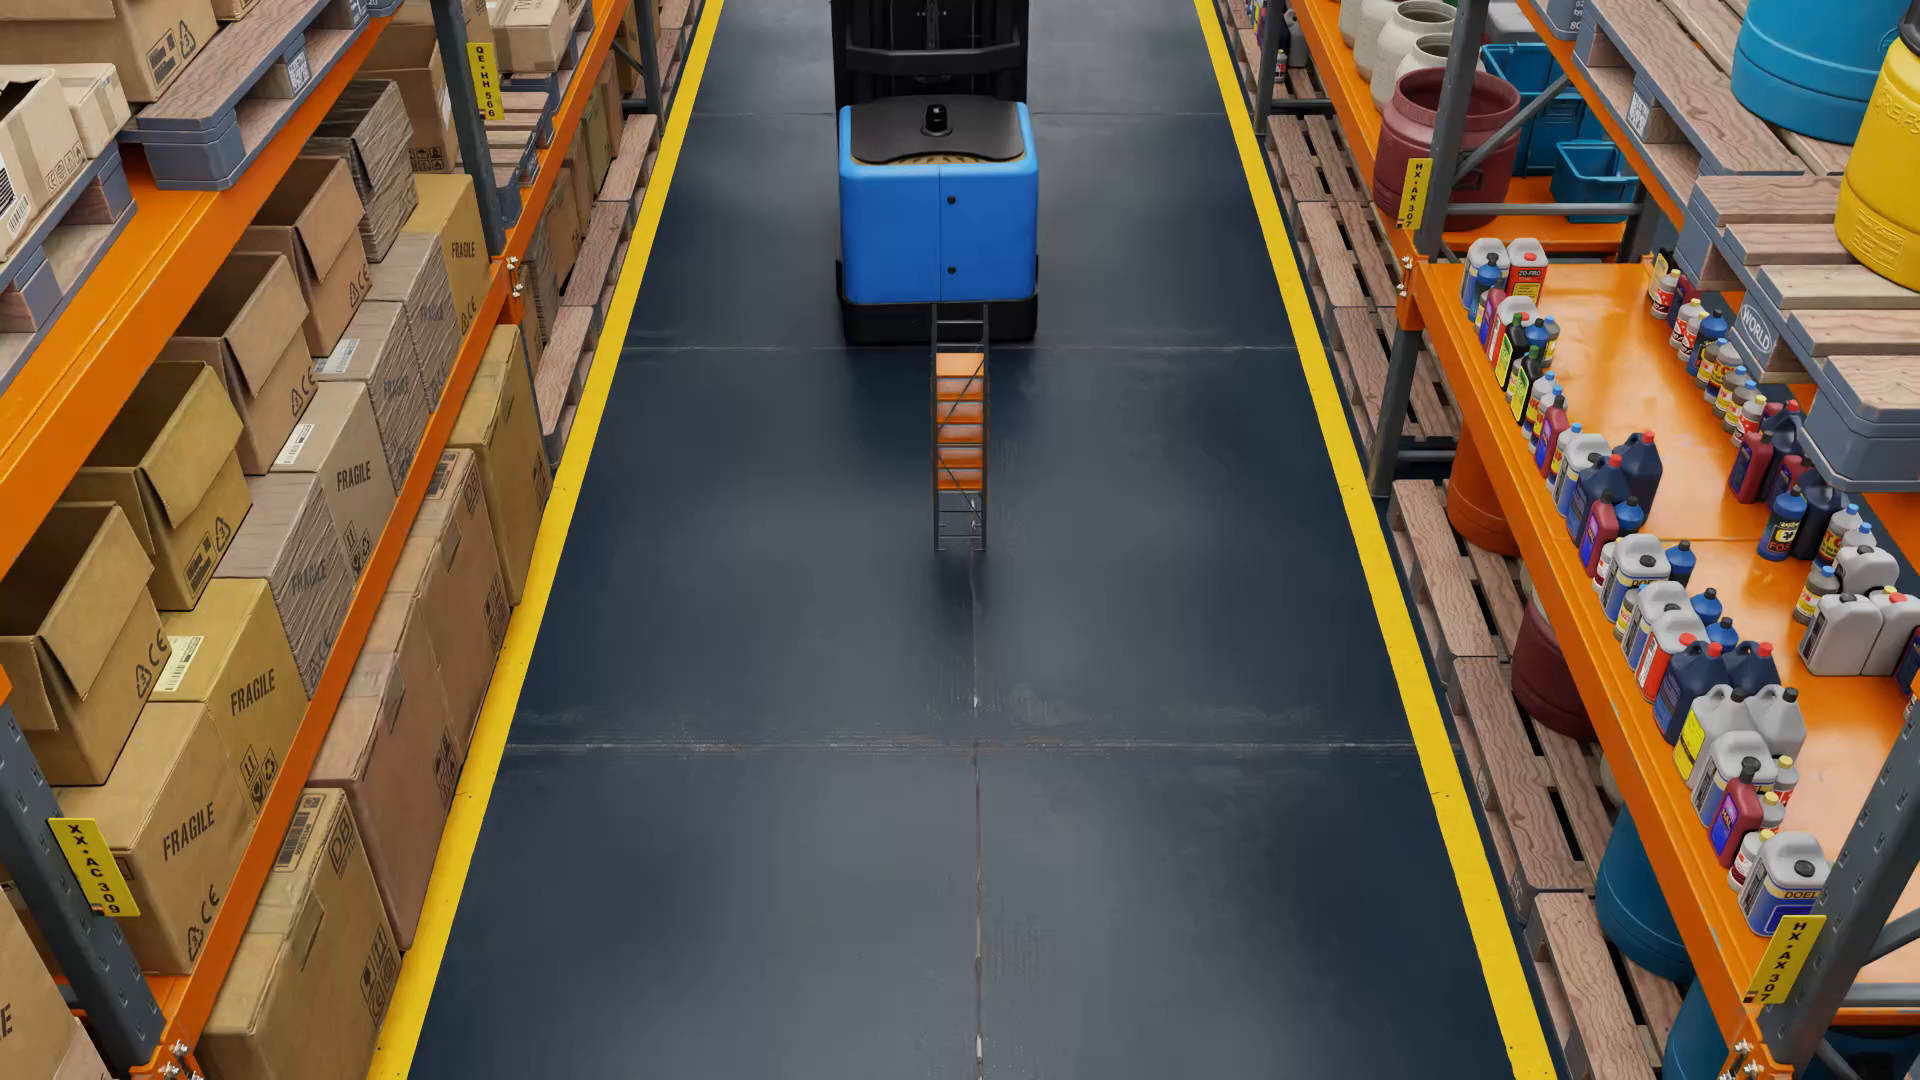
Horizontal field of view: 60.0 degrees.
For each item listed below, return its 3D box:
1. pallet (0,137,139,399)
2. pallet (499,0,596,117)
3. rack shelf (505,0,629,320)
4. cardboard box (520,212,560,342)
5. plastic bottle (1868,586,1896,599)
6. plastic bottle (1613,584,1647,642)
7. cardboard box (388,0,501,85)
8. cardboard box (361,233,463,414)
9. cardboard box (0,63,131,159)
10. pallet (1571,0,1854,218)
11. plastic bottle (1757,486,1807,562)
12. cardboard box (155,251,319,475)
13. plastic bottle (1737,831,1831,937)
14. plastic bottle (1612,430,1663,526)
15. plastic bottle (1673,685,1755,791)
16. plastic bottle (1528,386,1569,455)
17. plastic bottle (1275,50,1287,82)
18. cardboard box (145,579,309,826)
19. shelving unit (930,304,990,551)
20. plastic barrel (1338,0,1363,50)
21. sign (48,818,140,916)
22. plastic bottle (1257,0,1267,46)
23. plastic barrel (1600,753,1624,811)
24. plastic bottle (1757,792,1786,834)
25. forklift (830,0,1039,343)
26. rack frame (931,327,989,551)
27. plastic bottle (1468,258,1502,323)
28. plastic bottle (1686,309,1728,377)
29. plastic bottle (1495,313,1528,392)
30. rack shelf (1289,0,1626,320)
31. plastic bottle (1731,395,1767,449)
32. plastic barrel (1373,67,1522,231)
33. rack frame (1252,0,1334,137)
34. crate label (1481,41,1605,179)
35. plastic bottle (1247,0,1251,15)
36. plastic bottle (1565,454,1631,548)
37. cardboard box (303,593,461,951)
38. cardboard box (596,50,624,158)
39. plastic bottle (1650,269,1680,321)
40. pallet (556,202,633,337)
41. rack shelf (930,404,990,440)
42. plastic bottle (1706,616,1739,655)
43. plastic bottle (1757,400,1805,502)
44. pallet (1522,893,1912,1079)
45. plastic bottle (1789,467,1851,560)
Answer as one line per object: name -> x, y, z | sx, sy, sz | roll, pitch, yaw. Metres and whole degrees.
pallet -> -2.523, -0.571, 3.818 | 0.805, 0.209, 1.217 | -1, 39, -2
pallet -> -2.520, -2.566, 8.707 | 1.003, 0.211, 1.213 | 0, 39, 0
rack shelf -> -2.479, -2.373, 8.888 | 1.077, 0.370, 4.000 | 0, 39, 0
cardboard box -> -2.511, -1.365, 8.702 | 0.700, 0.500, 0.500 | -3, 39, -4
plastic bottle -> 2.887, 0.231, 5.222 | 0.097, 0.201, 0.097 | 0, 39, 0
plastic bottle -> 2.128, 0.226, 5.229 | 0.097, 0.201, 0.097 | 0, 39, 0
cardboard box -> -2.618, -2.293, 7.796 | 0.700, 0.500, 0.500 | 5, 39, 7
cardboard box -> -2.234, -0.822, 6.297 | 0.500, 0.500, 0.500 | 0, 39, 0
cardboard box -> -2.324, -1.069, 4.152 | 0.380, 0.149, 0.250 | -2, 39, -2
pallet -> 2.378, -1.201, 4.603 | 1.003, 0.211, 1.213 | 0, 39, 0
plastic bottle -> 2.743, -0.063, 5.533 | 0.097, 0.271, 0.097 | 0, 39, 0
cardboard box -> -2.487, -0.549, 5.155 | 0.797, 0.503, 0.637 | 1, 39, 1
plastic bottle -> 2.157, 0.897, 4.331 | 0.152, 0.276, 0.135 | 0, 39, 0
plastic bottle -> 2.303, -0.234, 5.682 | 0.144, 0.351, 0.185 | 0, 39, 0
plastic bottle -> 2.152, 0.540, 4.717 | 0.144, 0.351, 0.185 | 0, 39, 0
plastic bottle -> 2.127, -0.435, 5.997 | 0.097, 0.271, 0.097 | 0, 39, 0
plastic bottle -> 2.159, -3.214, 11.248 | 0.097, 0.201, 0.097 | 0, 39, 0
cardboard box -> -2.224, 0.457, 4.701 | 0.500, 0.500, 0.500 | 0, 39, 0
shelving unit -> 0.000, -0.477, 7.386 | 0.258, 1.200, 0.189 | 0, 39, 0
plastic barrel -> 2.254, -2.904, 8.866 | 0.433, 0.535, 0.433 | 0, 39, 0
sign -> -1.917, 0.728, 3.687 | 0.100, 0.325, 0.005 | 0, 39, 0
plastic bottle -> 2.140, -3.644, 11.719 | 0.061, 0.283, 0.133 | 2, 39, 3
plastic barrel -> 2.585, 0.766, 6.050 | 0.421, 0.512, 0.421 | 0, 39, 0
plastic bottle -> 2.190, 0.770, 4.549 | 0.097, 0.201, 0.097 | 0, 39, 0
forklift -> -0.178, -3.109, 9.285 | 1.130, 2.935, 3.031 | -2, 39, -2
rack frame -> 0.000, -0.420, 7.315 | 0.240, 1.200, 0.006 | 0, 39, 0
plastic bottle -> 2.126, -1.013, 6.718 | 0.097, 0.271, 0.097 | 0, 39, 0
plastic bottle -> 2.886, -0.765, 6.409 | 0.097, 0.271, 0.097 | 0, 39, 0
plastic bottle -> 2.108, -0.717, 6.339 | 0.061, 0.283, 0.133 | 0, 39, 0
rack shelf -> 2.474, -2.376, 8.892 | 1.077, 0.370, 4.000 | 0, 39, 0
plastic bottle -> 2.886, -0.434, 6.051 | 0.097, 0.201, 0.097 | 0, 39, 0
plastic barrel -> 2.173, -1.750, 7.426 | 0.600, 0.536, 0.708 | 0, 39, 0
rack frame -> 2.471, -3.908, 10.228 | 1.000, 3.000, 0.127 | 0, 39, 0
crate label -> 2.745, -2.042, 7.871 | 0.502, 0.435, 0.616 | 0, 39, 0
plastic bottle -> 2.158, -3.979, 12.146 | 0.097, 0.271, 0.097 | 0, 39, 0
plastic bottle -> 2.151, -0.149, 5.577 | 0.144, 0.351, 0.185 | 0, 39, 0
cardboard box -> -2.495, 0.805, 5.710 | 1.225, 0.875, 0.875 | -1, 39, -2
cardboard box -> -2.502, -2.717, 10.388 | 0.700, 0.500, 0.500 | -3, 39, -4
plastic bottle -> 2.885, -1.004, 6.763 | 0.097, 0.201, 0.097 | 0, 39, 0
pallet -> -2.475, -1.564, 9.533 | 1.003, 0.211, 1.213 | 0, 39, 0
rack shelf -> 0.000, -0.536, 7.339 | 0.258, 0.103, 0.180 | 0, 39, 0
plastic bottle -> 2.281, 0.343, 5.026 | 0.097, 0.271, 0.097 | 0, 39, 0
plastic bottle -> 2.863, -0.320, 5.790 | 0.144, 0.351, 0.185 | 0, 39, 0
pallet -> 2.521, 1.700, 5.459 | 1.003, 0.211, 1.213 | 0, 39, 0
plastic bottle -> 2.863, -0.121, 5.542 | 0.144, 0.351, 0.185 | 0, 39, 0
